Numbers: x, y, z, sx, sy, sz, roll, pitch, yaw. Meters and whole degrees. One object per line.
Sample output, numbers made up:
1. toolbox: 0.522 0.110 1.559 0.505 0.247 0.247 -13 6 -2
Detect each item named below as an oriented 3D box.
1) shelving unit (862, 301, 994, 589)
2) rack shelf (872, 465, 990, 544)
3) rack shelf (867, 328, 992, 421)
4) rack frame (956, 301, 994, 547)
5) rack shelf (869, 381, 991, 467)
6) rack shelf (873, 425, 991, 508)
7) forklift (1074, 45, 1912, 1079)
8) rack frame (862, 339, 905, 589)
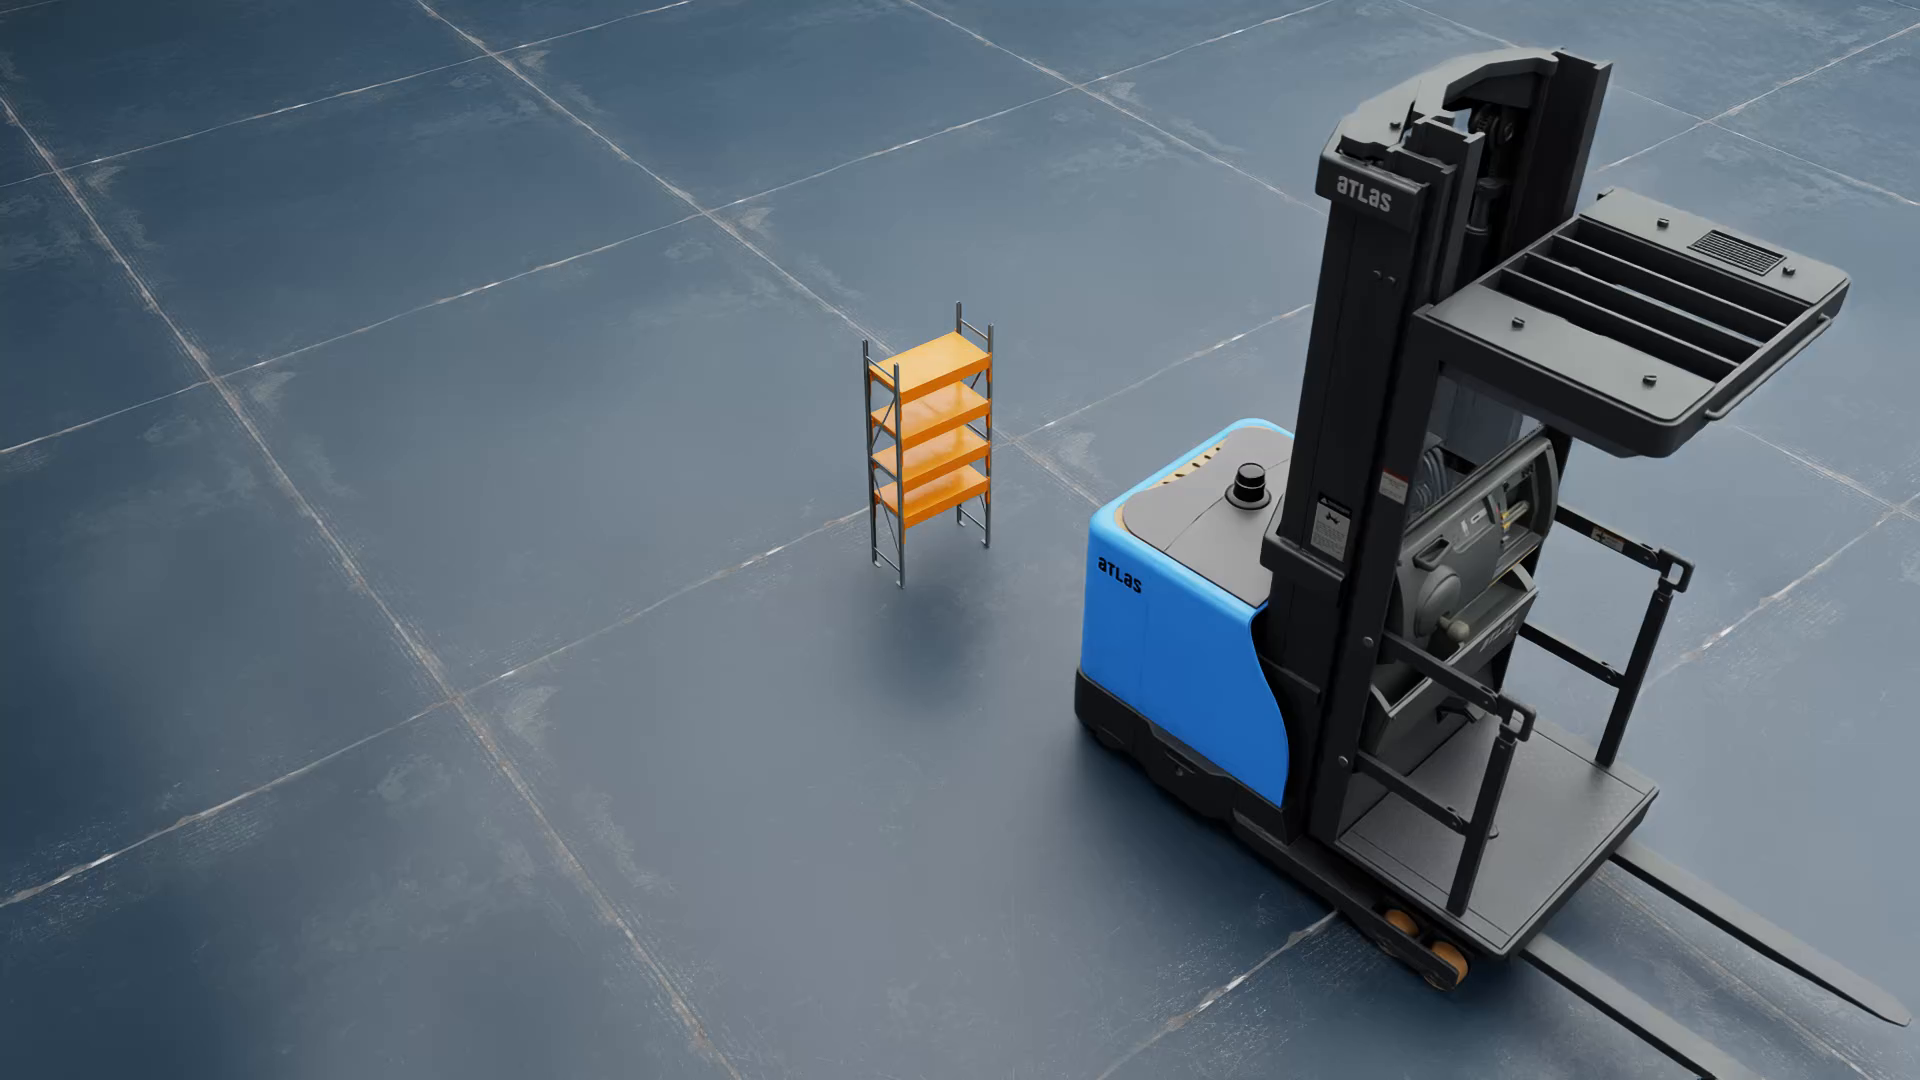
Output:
1. shelving unit: -0.131 -0.400 7.291 0.503 1.200 0.258 -26 46 -28
2. rack shelf: -0.131 -0.194 7.460 0.480 0.148 0.258 -26 46 -28
3. rack shelf: -0.131 -0.704 7.042 0.480 0.148 0.258 -26 46 -28
4. rack frame: 0.062 -0.494 7.406 0.015 1.200 0.240 -26 46 -28
5. rack shelf: -0.131 -0.521 7.192 0.480 0.148 0.258 -26 46 -28
6. rack shelf: -0.131 -0.348 7.334 0.480 0.148 0.258 -26 46 -28
7. forklift: 1.852 0.067 5.358 1.130 2.935 3.031 -32 49 -33
8. rack frame: -0.325 -0.306 7.177 0.015 1.200 0.240 -26 46 -28
